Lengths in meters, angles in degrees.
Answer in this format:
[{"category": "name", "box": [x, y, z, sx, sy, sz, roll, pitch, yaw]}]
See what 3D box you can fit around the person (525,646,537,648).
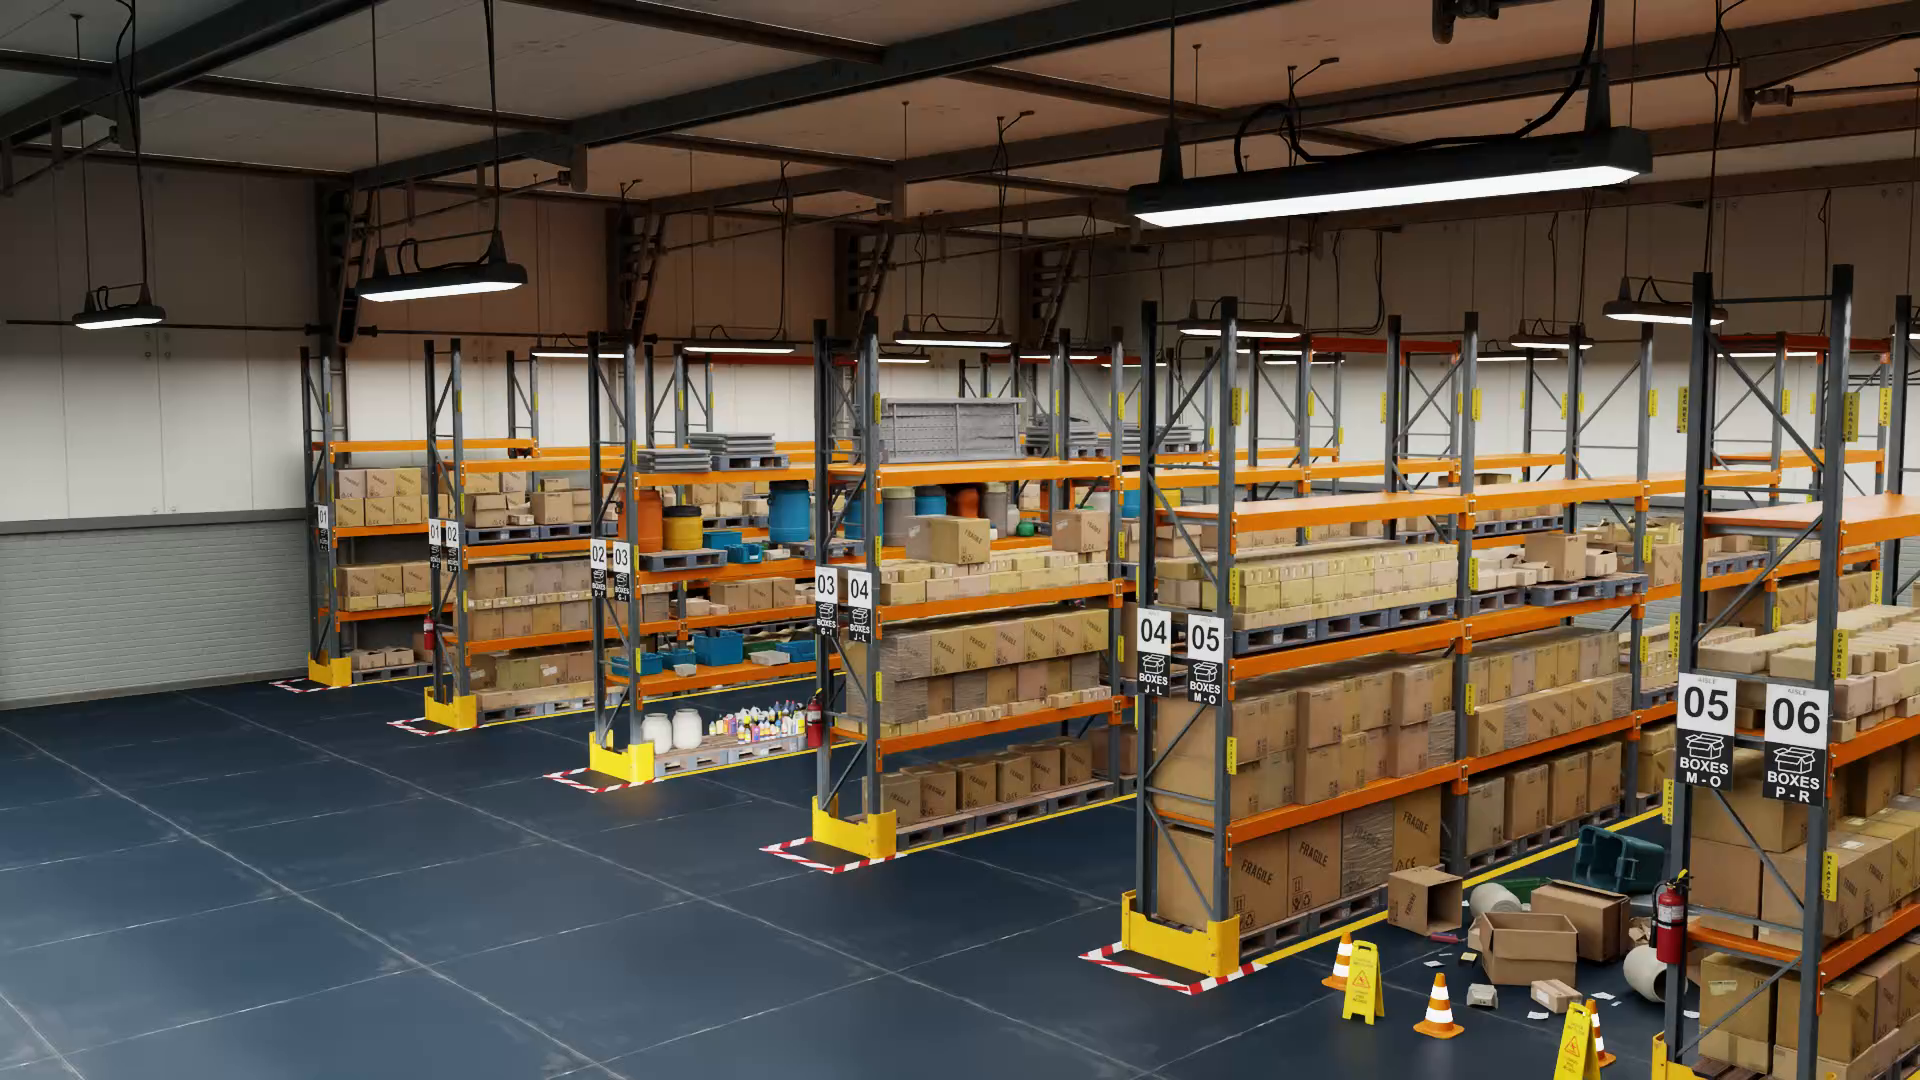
[{"category": "person", "box": [-7.487, 1.806, 28.933, 0.746, 1.656, 0.663, -1, 5, -9]}]
